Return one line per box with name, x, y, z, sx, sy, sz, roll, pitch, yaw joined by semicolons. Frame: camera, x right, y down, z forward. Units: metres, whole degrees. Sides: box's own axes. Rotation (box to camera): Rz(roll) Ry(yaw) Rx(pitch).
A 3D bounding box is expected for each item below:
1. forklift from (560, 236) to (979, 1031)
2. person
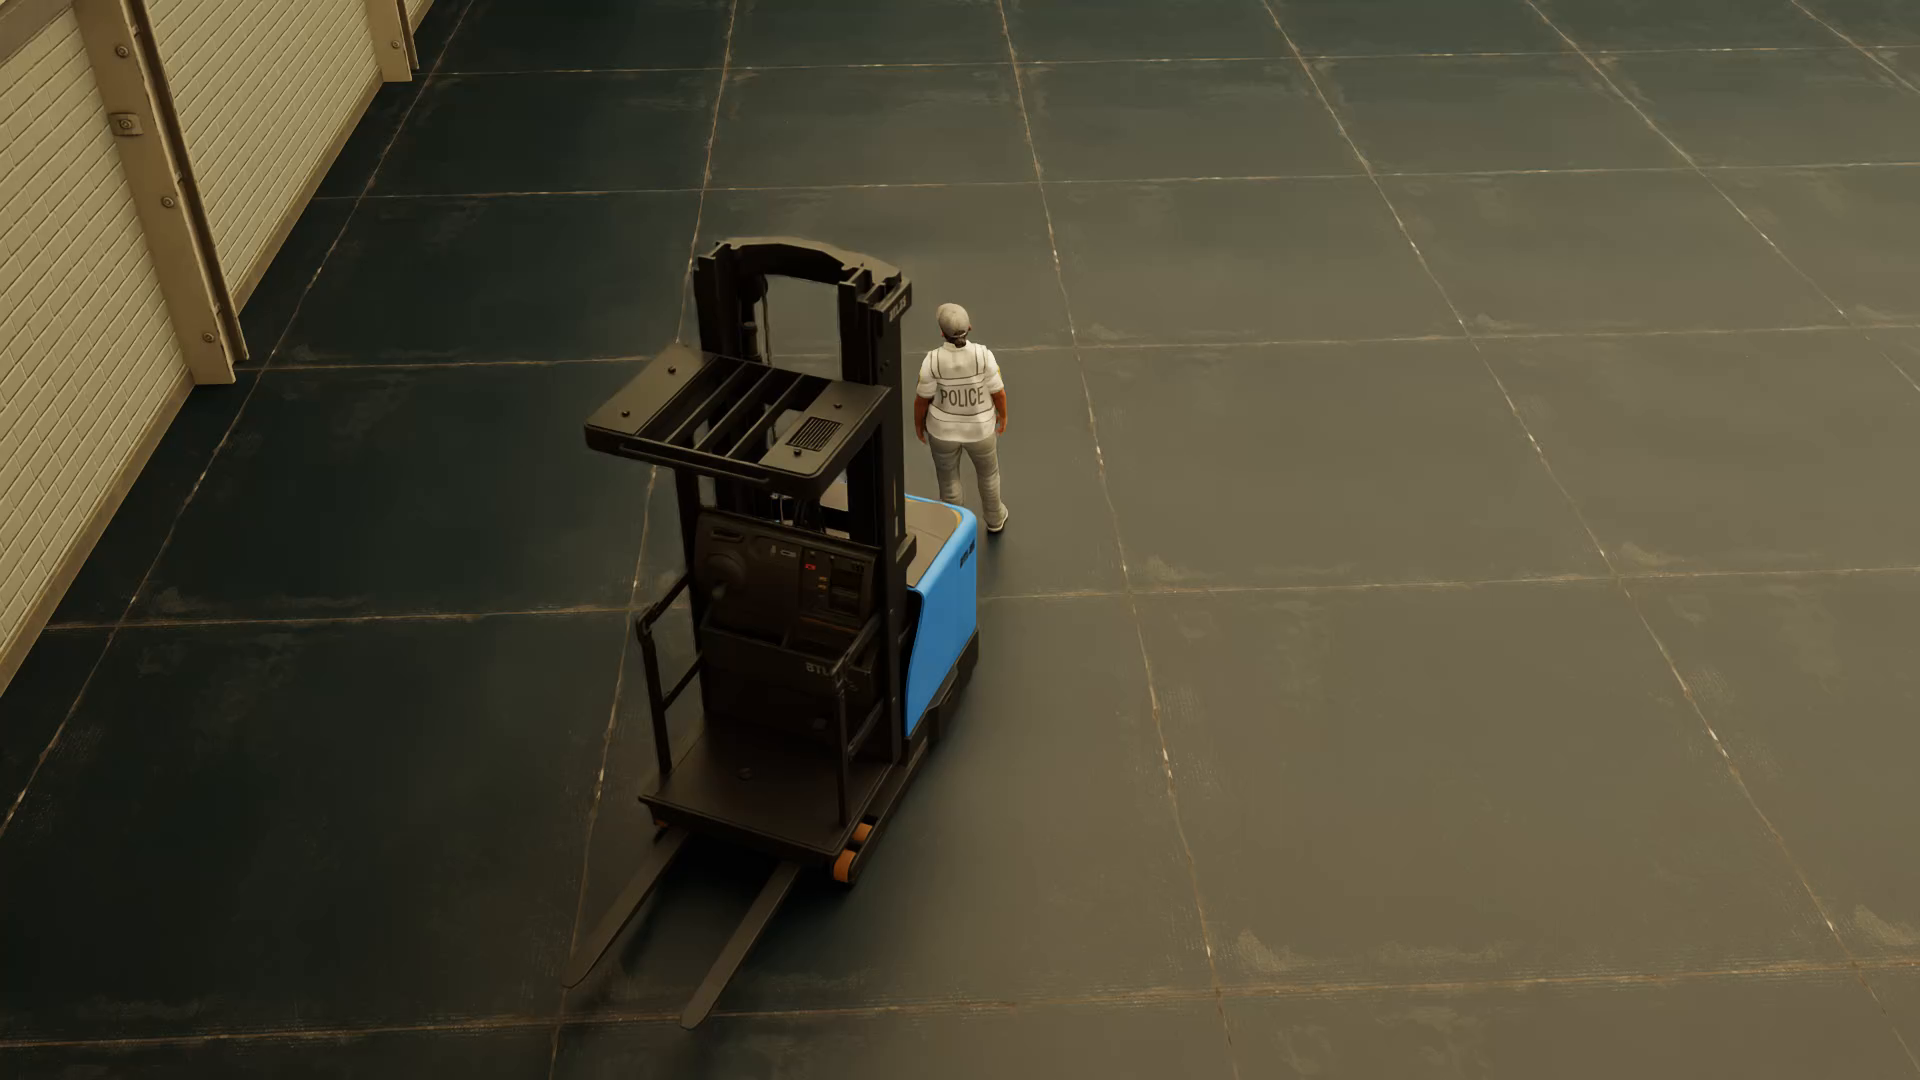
forklift;-0.912;0.220;7.709;1.130;2.935;3.031;13;38;17
person;0.019;-0.725;10.068;0.597;1.670;0.529;-2;36;-2
